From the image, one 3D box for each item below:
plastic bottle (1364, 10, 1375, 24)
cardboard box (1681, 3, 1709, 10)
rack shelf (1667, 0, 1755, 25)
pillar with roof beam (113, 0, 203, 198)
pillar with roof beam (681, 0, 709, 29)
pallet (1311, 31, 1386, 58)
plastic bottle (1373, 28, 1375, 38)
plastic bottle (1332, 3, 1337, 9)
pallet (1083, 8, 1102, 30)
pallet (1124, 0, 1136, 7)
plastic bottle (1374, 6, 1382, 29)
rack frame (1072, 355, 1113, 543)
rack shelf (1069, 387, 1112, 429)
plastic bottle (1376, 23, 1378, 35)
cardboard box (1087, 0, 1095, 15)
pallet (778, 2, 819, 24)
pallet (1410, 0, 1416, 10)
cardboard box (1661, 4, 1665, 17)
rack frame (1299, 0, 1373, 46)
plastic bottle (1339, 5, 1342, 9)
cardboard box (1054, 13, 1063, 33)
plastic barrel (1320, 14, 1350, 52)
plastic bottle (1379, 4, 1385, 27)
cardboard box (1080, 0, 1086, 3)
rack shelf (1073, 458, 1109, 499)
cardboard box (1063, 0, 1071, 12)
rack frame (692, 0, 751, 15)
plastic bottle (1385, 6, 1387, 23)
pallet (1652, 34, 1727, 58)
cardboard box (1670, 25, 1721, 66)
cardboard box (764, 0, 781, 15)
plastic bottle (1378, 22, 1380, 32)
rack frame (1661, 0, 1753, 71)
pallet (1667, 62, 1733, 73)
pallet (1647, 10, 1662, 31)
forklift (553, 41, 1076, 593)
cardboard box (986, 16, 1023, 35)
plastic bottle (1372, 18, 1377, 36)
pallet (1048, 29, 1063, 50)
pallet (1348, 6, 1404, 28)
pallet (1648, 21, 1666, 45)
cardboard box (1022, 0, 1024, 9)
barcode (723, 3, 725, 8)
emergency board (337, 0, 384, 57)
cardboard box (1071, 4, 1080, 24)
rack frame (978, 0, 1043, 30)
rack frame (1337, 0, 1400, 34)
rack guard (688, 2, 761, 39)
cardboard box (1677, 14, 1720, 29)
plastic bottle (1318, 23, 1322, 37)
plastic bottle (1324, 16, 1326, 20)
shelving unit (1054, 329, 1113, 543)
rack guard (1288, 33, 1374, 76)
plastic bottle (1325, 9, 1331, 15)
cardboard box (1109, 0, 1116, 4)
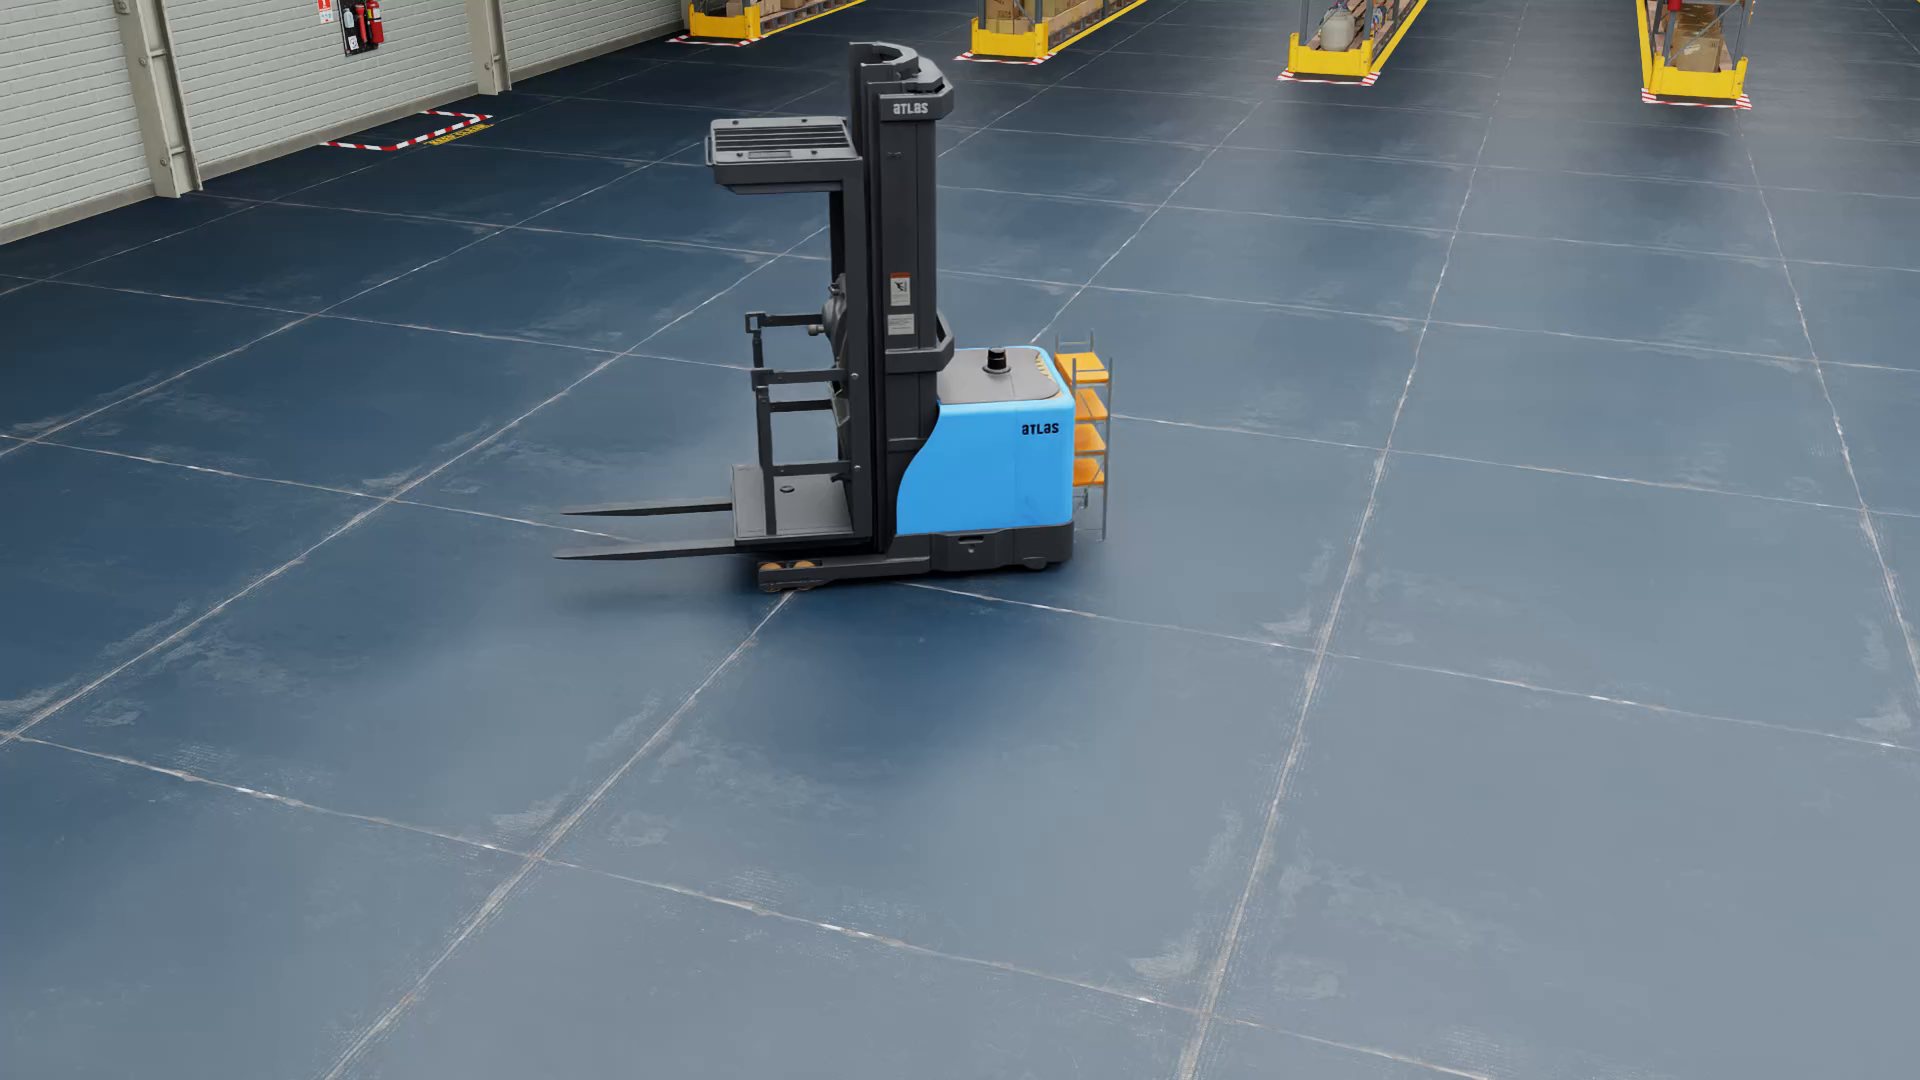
[{"bbox_3d":[6.622,-8.443,26.867,0.152,0.276,0.135,9,27,17],"label":"plastic bottle"},{"bbox_3d":[11.276,-8.032,25.784,0.500,0.500,0.500,8,27,16],"label":"cardboard box"},{"bbox_3d":[10.781,-7.981,24.118,1.077,0.370,4.000,9,27,17],"label":"rack shelf"},{"bbox_3d":[-4.414,-7.196,14.786,9.100,9.000,0.400,9,27,17],"label":"pillar with roof beam"},{"bbox_3d":[-0.420,-12.127,24.971,9.100,9.000,0.400,9,27,17],"label":"pillar with roof beam"},{"bbox_3d":[6.109,-7.817,26.153,1.003,0.211,1.213,9,27,17],"label":"pallet"},{"bbox_3d":[6.377,-7.882,25.794,0.097,0.201,0.097,0,26,0],"label":"plastic bottle"},{"bbox_3d":[6.054,-8.502,26.902,0.144,0.351,0.185,8,27,15],"label":"plastic bottle"},{"bbox_3d":[1.802,-8.989,28.574,1.003,0.211,1.213,9,27,17],"label":"pallet"},{"bbox_3d":[2.719,-10.122,30.912,1.003,0.211,1.213,9,27,17],"label":"pallet"},{"bbox_3d":[6.663,-8.333,26.553,0.144,0.351,0.185,9,27,17],"label":"plastic bottle"},{"bbox_3d":[0.777,-0.528,9.963,0.240,1.200,0.015,-4,26,-8],"label":"rack frame"},{"bbox_3d":[0.738,-0.774,10.112,0.258,0.148,0.480,-4,26,-8],"label":"rack shelf"},{"bbox_3d":[6.523,-8.063,26.166,0.097,0.201,0.097,0,26,0],"label":"plastic bottle"},{"bbox_3d":[1.983,-9.090,28.256,0.500,0.250,0.500,9,27,17],"label":"cardboard box"},{"bbox_3d":[-3.160,-9.243,29.097,1.003,0.211,1.213,9,27,17],"label":"pallet"},{"bbox_3d":[7.813,-9.921,30.499,1.003,0.211,1.213,9,27,17],"label":"pallet"},{"bbox_3d":[12.034,-8.872,27.496,0.700,0.500,0.500,6,27,13],"label":"cardboard box"},{"bbox_3d":[5.445,-8.201,23.747,1.000,3.000,0.127,9,27,17],"label":"rack frame"},{"bbox_3d":[6.175,-8.613,27.218,0.152,0.276,0.135,10,27,19],"label":"plastic bottle"},{"bbox_3d":[1.327,-8.267,26.555,0.500,0.250,0.500,9,27,17],"label":"cardboard box"},{"bbox_3d":[5.592,-7.552,24.779,0.421,0.512,0.421,0,26,0],"label":"plastic barrel"},{"bbox_3d":[6.770,-8.466,26.828,0.144,0.351,0.185,7,27,15],"label":"plastic bottle"},{"bbox_3d":[1.818,-9.222,27.668,0.500,0.500,0.500,9,27,17],"label":"cardboard box"},{"bbox_3d":[0.738,-0.394,10.296,0.258,0.148,0.480,-4,26,-8],"label":"rack shelf"},{"bbox_3d":[1.483,-8.812,26.820,0.500,0.500,0.500,9,27,17],"label":"cardboard box"},{"bbox_3d":[-3.897,-9.638,26.714,1.000,3.000,0.127,9,27,17],"label":"rack frame"},{"bbox_3d":[6.927,-8.575,27.131,0.061,0.283,0.133,10,28,20],"label":"plastic bottle"},{"bbox_3d":[11.257,-7.591,25.686,1.003,0.211,1.213,9,27,17],"label":"pallet"},{"bbox_3d":[10.506,-7.052,23.759,0.500,0.500,0.500,17,30,31],"label":"cardboard box"},{"bbox_3d":[-3.392,-9.132,28.248,0.500,0.311,0.500,11,28,22],"label":"cardboard box"},{"bbox_3d":[6.591,-8.147,26.341,0.097,0.201,0.097,0,26,0],"label":"plastic bottle"},{"bbox_3d":[10.116,-7.483,22.264,1.000,3.000,0.127,9,27,17],"label":"rack frame"},{"bbox_3d":[10.445,-6.588,23.615,1.003,0.211,1.213,9,27,17],"label":"pallet"},{"bbox_3d":[12.109,-8.695,27.966,1.003,0.211,1.213,9,27,17],"label":"pallet"},{"bbox_3d":[-0.887,-1.262,9.492,3.031,2.935,1.130,-4,26,-8],"label":"forklift"},{"bbox_3d":[0.675,-8.136,26.285,0.500,0.250,0.500,9,27,17],"label":"cardboard box"},{"bbox_3d":[6.457,-8.012,25.982,0.097,0.271,0.097,0,26,0],"label":"plastic bottle"},{"bbox_3d":[0.990,-7.987,26.503,1.003,0.211,1.213,9,27,17],"label":"pallet"},{"bbox_3d":[7.001,-8.919,28.428,1.003,0.211,1.213,9,27,17],"label":"pallet"},{"bbox_3d":[11.705,-8.192,26.927,1.003,0.211,1.213,9,27,17],"label":"pallet"},{"bbox_3d":[0.992,-8.887,26.975,0.500,0.500,0.500,9,27,17],"label":"cardboard box"},{"bbox_3d":[-3.953,-8.967,27.898,0.001,0.075,0.075,9,27,17],"label":"barcode"},{"bbox_3d":[-7.335,-6.576,20.389,0.194,1.169,0.643,9,27,17],"label":"emergency board"},{"bbox_3d":[1.664,-8.677,27.403,0.500,0.250,0.500,9,27,17],"label":"cardboard box"},{"bbox_3d":[0.775,-8.921,25.234,1.000,3.000,0.127,9,27,17],"label":"rack frame"},{"bbox_3d":[6.776,-9.845,27.142,1.000,3.000,0.127,9,27,17],"label":"rack frame"},{"bbox_3d":[-3.872,-8.544,27.323,1.175,0.500,0.348,9,27,17],"label":"rack guard"},{"bbox_3d":[10.960,-7.529,24.745,0.500,0.500,0.500,6,27,13],"label":"cardboard box"},{"bbox_3d":[5.643,-7.958,25.951,0.097,0.201,0.097,0,26,0],"label":"plastic bottle"},{"bbox_3d":[5.753,-8.091,26.140,0.152,0.276,0.135,9,27,18],"label":"plastic bottle"},{"bbox_3d":[0.738,-0.633,10.180,0.258,1.200,0.503,-4,26,-8],"label":"shelving unit"},{"bbox_3d":[5.426,-7.114,24.370,1.175,0.500,0.348,9,27,17],"label":"rack guard"},{"bbox_3d":[5.850,-8.251,26.384,0.144,0.351,0.185,10,28,20],"label":"plastic bottle"},{"bbox_3d":[2.474,-9.646,29.405,0.500,0.250,0.500,8,27,16],"label":"cardboard box"}]
